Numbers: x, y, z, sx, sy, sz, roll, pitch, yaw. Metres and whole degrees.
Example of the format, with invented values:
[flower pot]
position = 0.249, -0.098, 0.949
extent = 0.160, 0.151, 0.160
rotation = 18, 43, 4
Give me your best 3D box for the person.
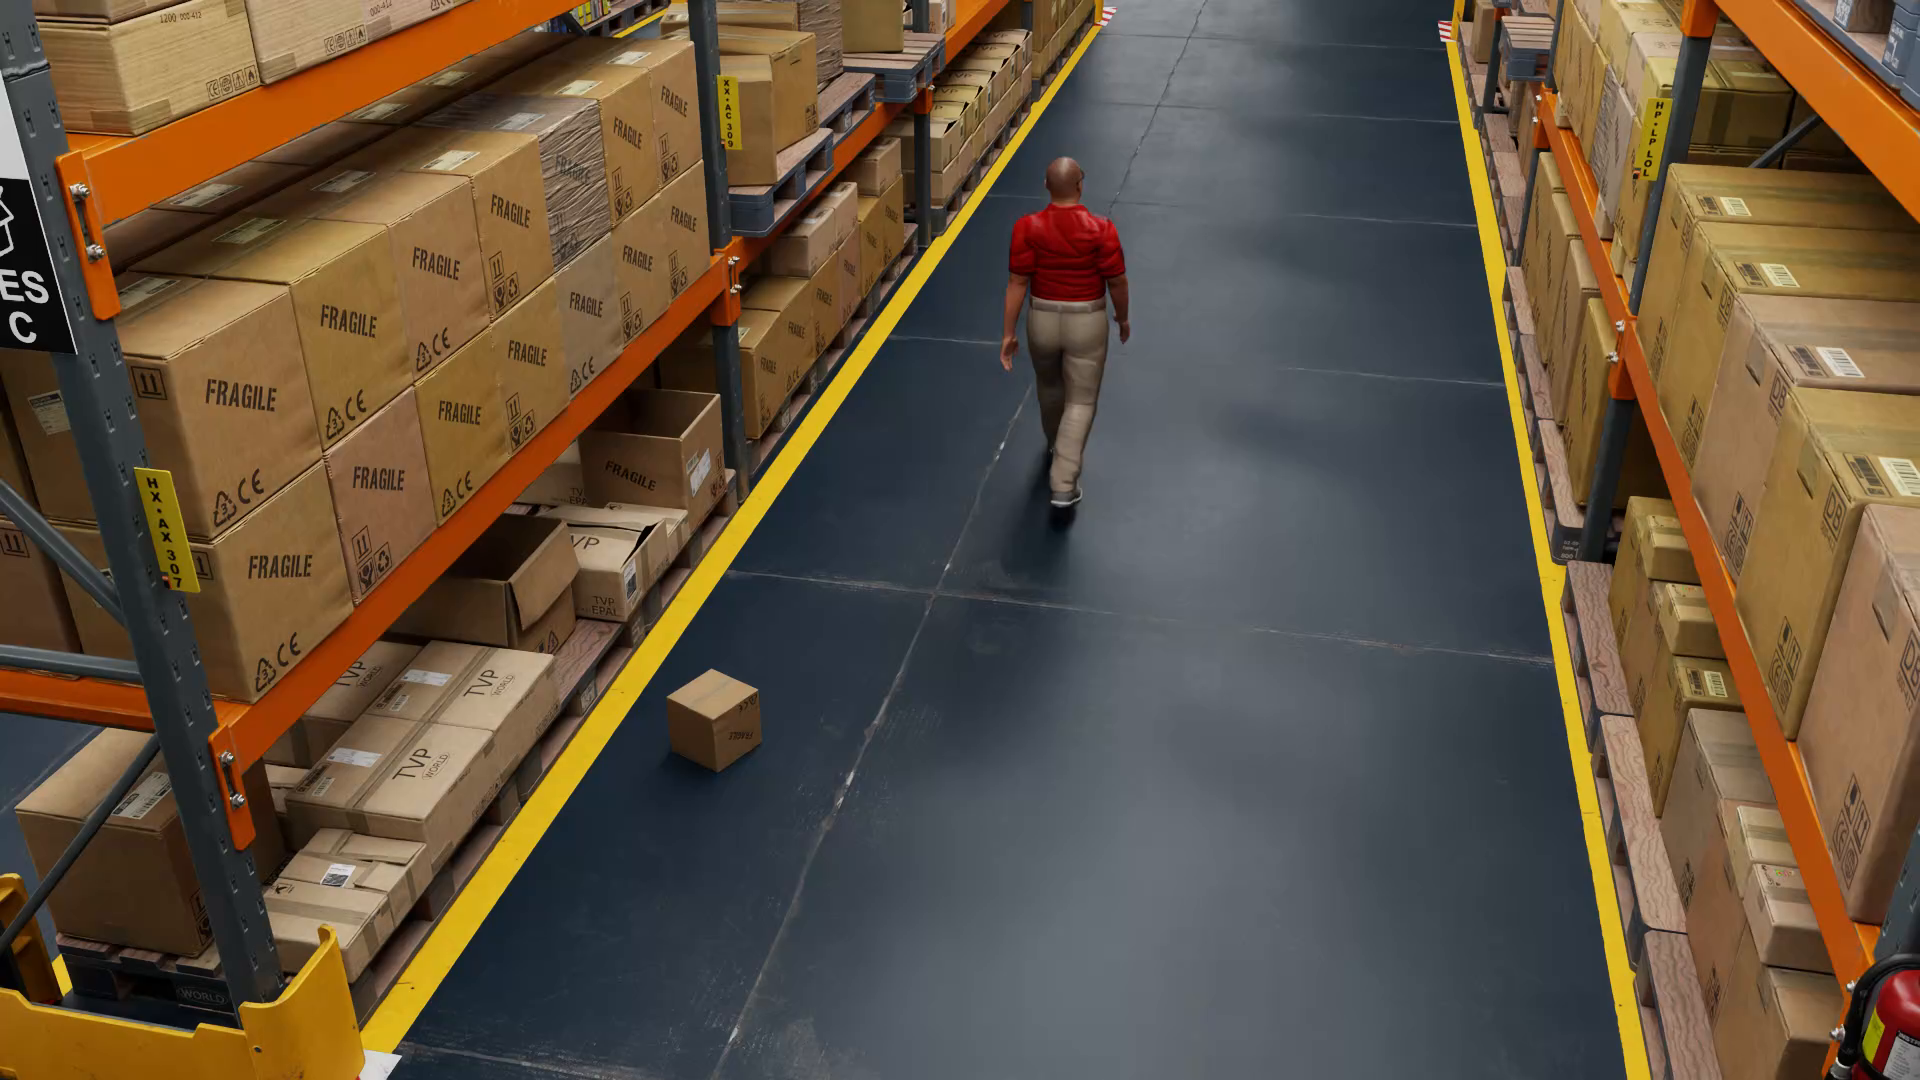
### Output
[person]
position = 0.533, -1.058, 8.091
extent = 0.569, 1.671, 1.056
rotation = 9, 30, 16
